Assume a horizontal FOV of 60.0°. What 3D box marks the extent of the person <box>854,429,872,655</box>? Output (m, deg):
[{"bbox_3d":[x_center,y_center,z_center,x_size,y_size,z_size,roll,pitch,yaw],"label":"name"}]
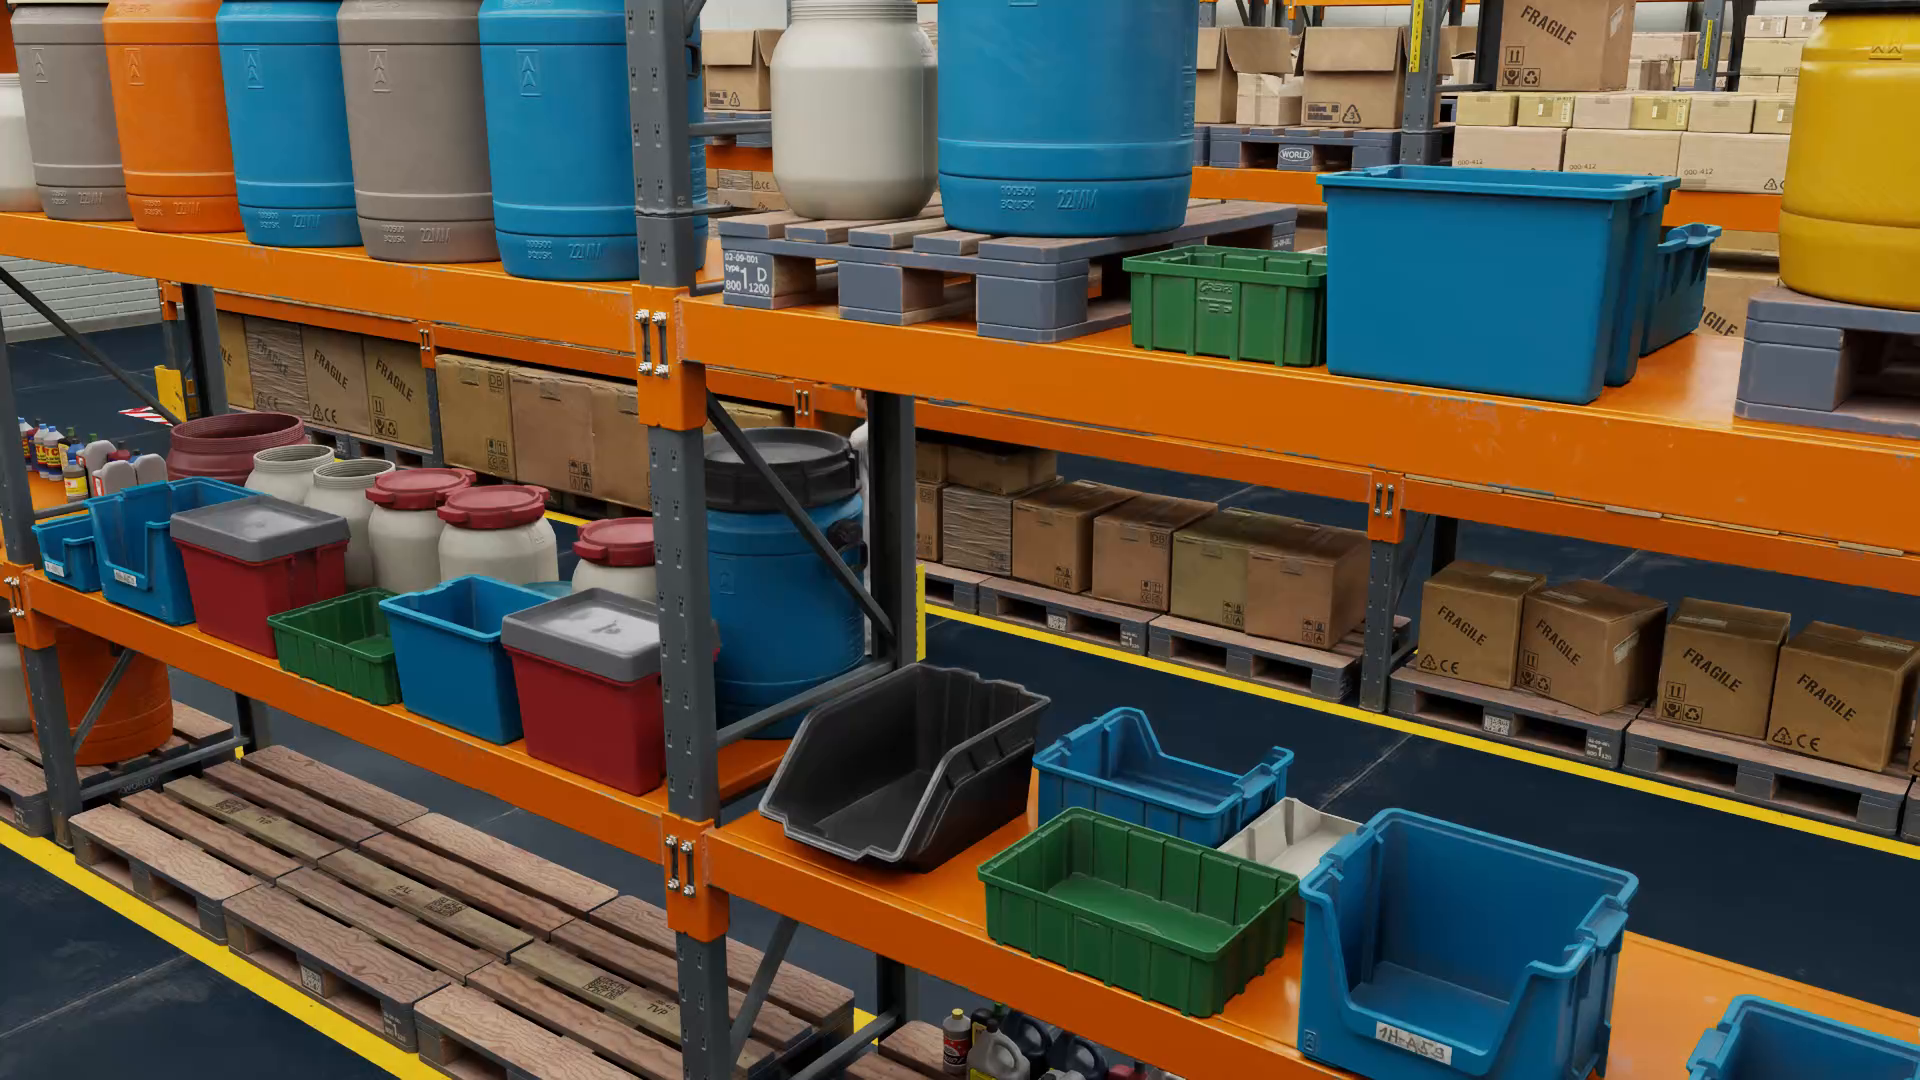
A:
[{"bbox_3d":[-0.502,-0.149,9.597,0.550,1.642,0.436,12,21,36],"label":"person"}]
